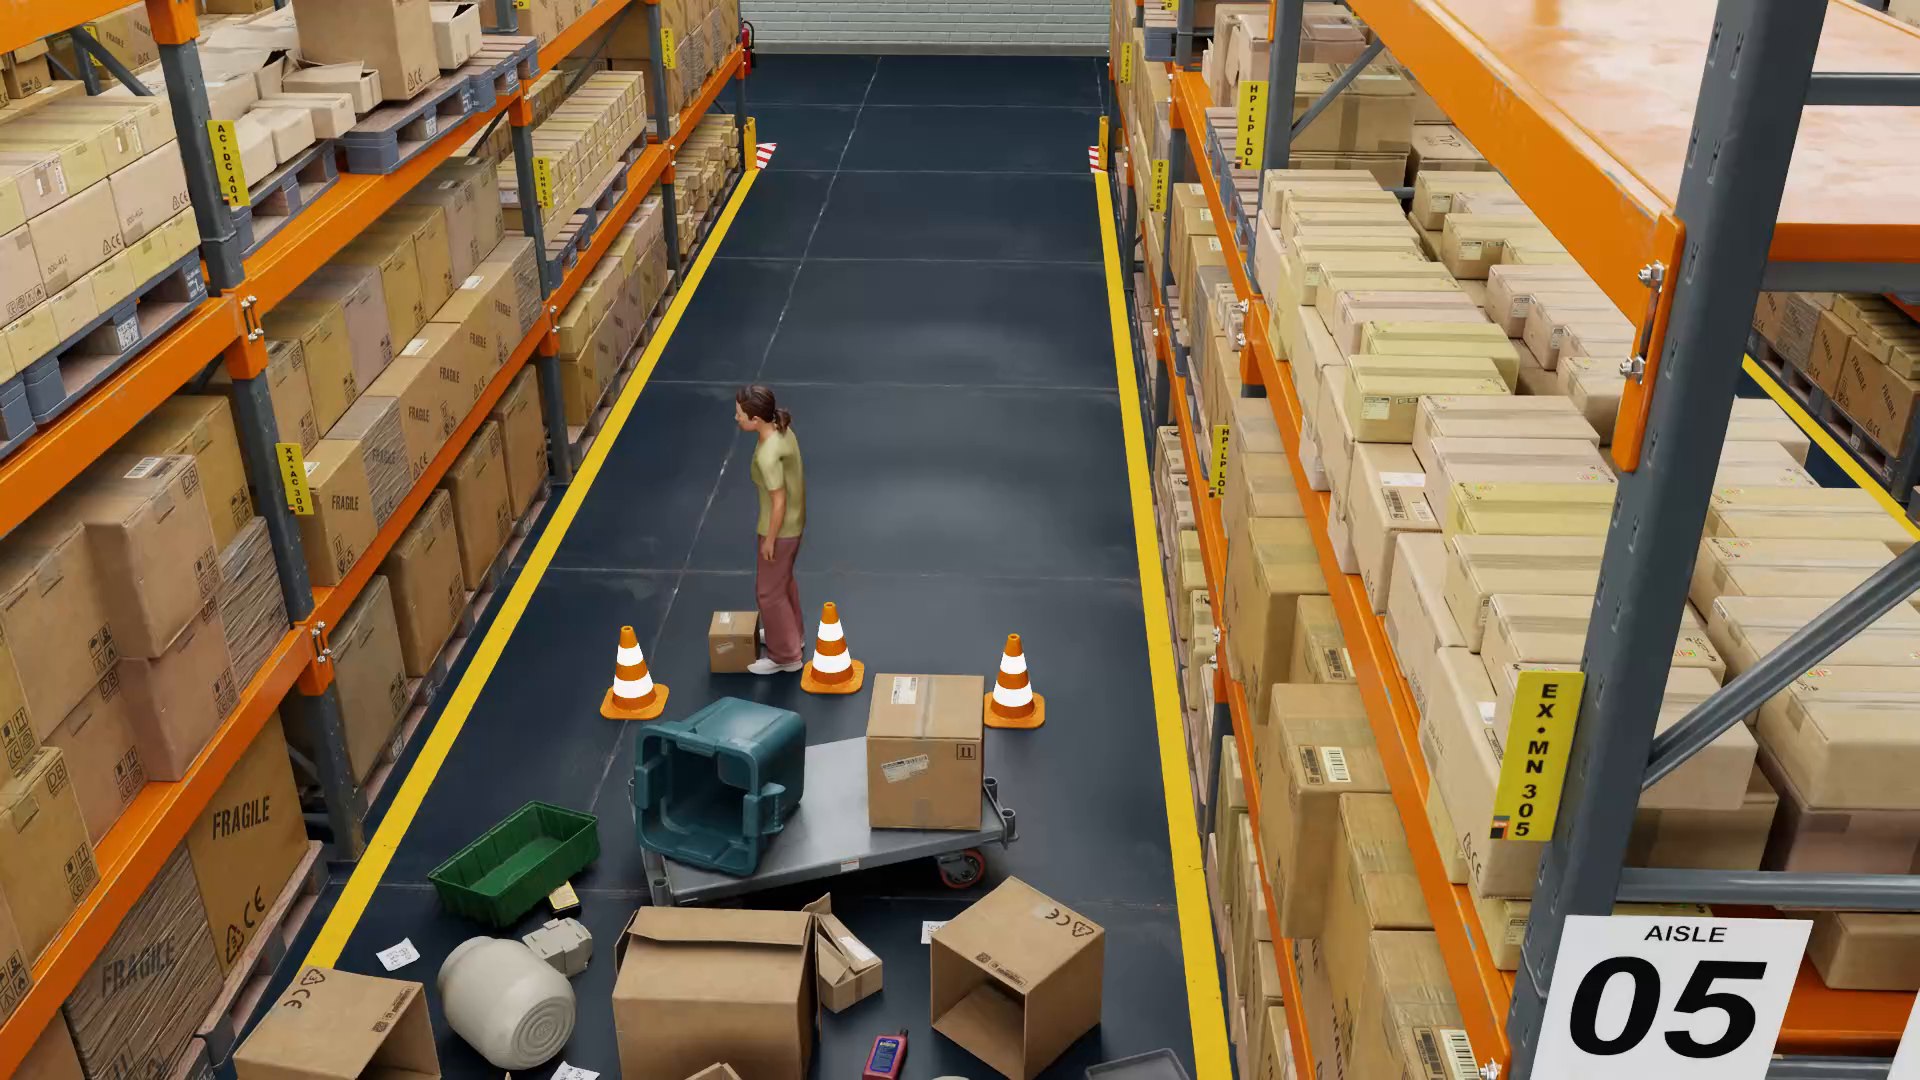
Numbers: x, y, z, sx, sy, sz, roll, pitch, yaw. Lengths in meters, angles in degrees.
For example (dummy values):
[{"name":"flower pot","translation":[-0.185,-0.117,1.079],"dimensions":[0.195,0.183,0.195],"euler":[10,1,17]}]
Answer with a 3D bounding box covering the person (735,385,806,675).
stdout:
[{"name":"person","translation":[-1.007,-0.065,8.971],"dimensions":[0.362,1.672,0.496],"euler":[1,28,1]}]
